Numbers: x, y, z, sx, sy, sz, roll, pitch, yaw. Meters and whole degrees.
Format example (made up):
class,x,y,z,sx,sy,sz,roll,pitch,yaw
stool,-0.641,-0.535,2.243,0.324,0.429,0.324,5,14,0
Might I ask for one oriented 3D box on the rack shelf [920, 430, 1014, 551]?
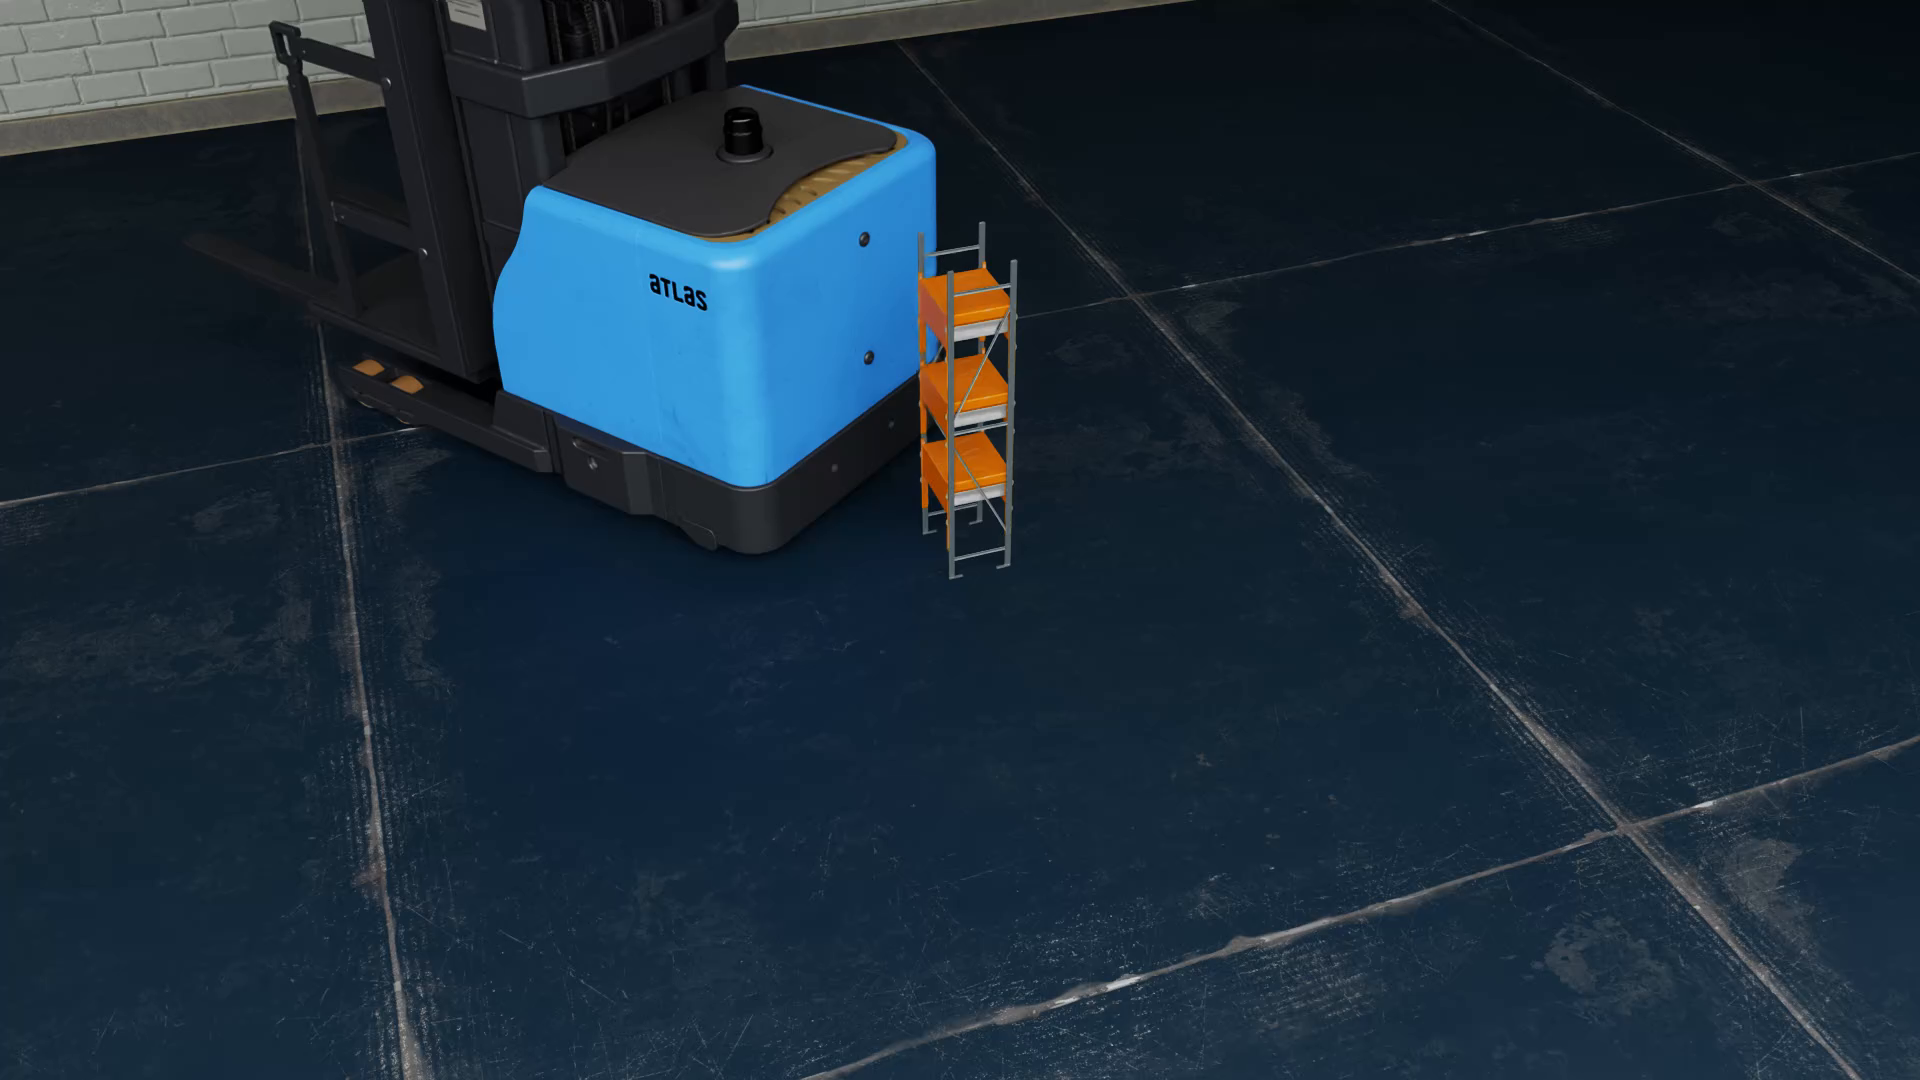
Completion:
class,x,y,z,sx,sy,sz,roll,pitch,yaw
rack shelf,0.018,-0.159,5.068,0.215,0.259,0.240,-12,39,-16

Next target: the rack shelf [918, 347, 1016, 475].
class,x,y,z,sx,sy,sz,roll,pitch,yaw
rack shelf,0.018,-0.381,4.900,0.215,0.259,0.240,-12,39,-16

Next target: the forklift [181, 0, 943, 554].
class,x,y,z,sx,sy,sz,roll,pitch,yaw
forklift,-1.567,-1.814,5.222,3.031,2.935,1.130,22,42,26

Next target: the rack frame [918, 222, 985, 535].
class,x,y,z,sx,sy,sz,roll,pitch,yaw
rack frame,-0.024,-0.458,4.986,0.200,1.050,0.008,-12,39,-16

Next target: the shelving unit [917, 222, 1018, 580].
class,x,y,z,sx,sy,sz,roll,pitch,yaw
shelving unit,0.018,-0.389,4.894,0.215,1.050,0.252,-12,39,-16

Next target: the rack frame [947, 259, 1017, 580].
class,x,y,z,sx,sy,sz,roll,pitch,yaw
rack frame,0.060,-0.320,4.803,0.200,1.050,0.008,-12,39,-16

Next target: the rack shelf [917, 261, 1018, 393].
class,x,y,z,sx,sy,sz,roll,pitch,yaw
rack shelf,0.018,-0.607,4.730,0.215,0.259,0.240,-12,39,-16
